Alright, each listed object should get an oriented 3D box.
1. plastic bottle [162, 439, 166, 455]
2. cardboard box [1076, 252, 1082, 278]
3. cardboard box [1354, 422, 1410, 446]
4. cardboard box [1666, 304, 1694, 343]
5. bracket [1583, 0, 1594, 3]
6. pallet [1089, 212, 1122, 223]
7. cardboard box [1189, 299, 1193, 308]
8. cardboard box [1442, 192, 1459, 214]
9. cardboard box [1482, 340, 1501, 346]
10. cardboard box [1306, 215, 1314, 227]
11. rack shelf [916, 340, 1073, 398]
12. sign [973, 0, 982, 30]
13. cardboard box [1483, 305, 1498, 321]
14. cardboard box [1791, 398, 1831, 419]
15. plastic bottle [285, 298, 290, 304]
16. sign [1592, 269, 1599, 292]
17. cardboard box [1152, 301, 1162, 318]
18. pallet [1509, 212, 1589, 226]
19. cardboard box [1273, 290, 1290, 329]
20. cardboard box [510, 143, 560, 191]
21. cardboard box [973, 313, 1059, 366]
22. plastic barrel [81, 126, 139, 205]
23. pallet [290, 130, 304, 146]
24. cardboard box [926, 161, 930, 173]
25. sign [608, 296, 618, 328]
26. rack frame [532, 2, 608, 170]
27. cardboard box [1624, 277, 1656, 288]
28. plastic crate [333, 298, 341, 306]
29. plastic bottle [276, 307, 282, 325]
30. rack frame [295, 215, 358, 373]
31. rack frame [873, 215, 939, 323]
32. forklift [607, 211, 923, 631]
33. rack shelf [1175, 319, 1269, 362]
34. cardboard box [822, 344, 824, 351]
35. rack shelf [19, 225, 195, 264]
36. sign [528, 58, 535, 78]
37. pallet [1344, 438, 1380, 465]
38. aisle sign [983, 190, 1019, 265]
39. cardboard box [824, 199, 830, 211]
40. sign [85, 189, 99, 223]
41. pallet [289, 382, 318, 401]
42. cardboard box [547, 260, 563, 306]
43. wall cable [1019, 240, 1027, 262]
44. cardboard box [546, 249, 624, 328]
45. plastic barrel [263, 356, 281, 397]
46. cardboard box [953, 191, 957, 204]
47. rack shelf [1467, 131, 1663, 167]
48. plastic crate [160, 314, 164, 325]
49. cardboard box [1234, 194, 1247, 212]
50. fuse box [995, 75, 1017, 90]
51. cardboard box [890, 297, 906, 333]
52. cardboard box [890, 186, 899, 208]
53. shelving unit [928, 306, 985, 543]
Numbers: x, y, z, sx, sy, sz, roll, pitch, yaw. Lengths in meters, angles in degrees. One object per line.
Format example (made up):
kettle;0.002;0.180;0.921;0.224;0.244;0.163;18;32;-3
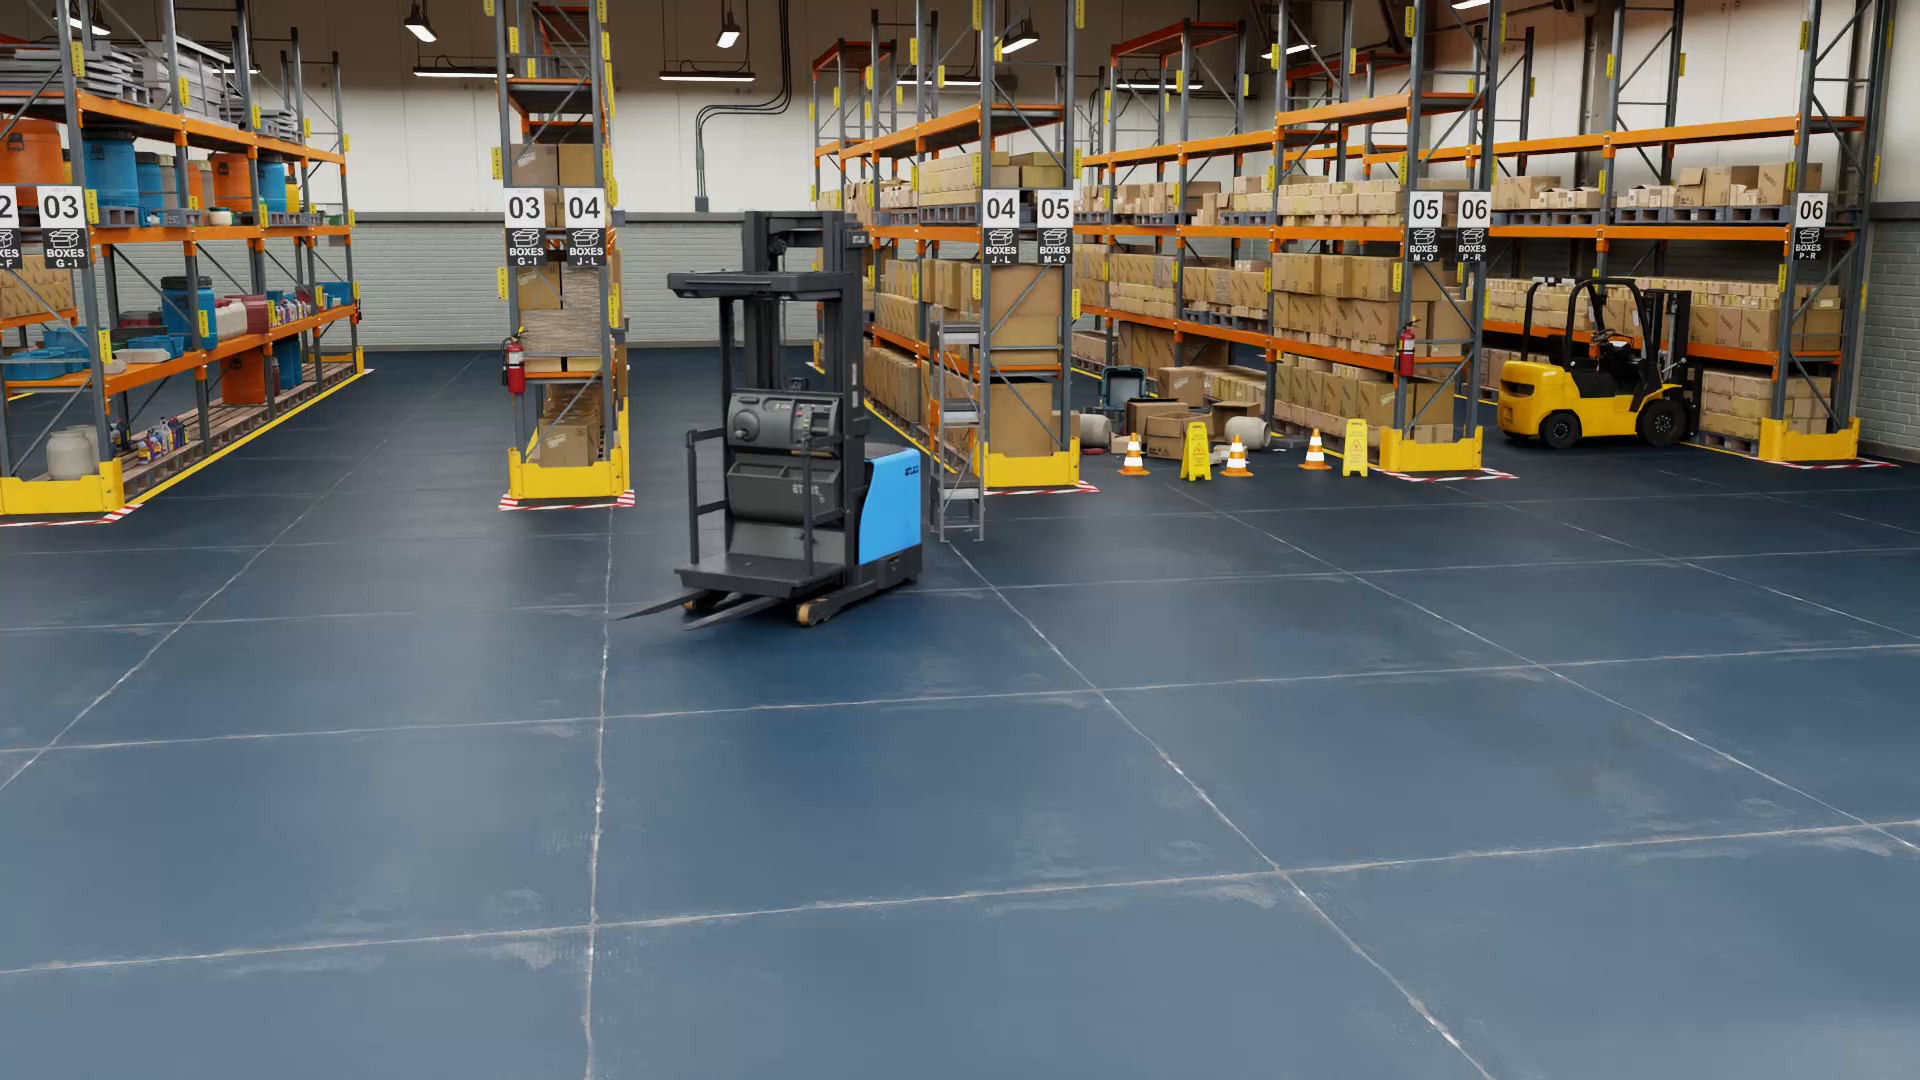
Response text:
plastic bottle;-9.214;-1.083;19.172;0.097;0.201;0.097;0;11;0
cardboard box;2.573;-5.397;32.590;0.500;0.500;0.500;-2;11;-11
cardboard box;5.132;-1.300;20.233;0.500;0.250;0.500;-2;11;-11
cardboard box;9.772;-2.893;22.109;0.500;0.500;0.500;-2;11;-11
bracket;9.740;-8.370;25.476;0.235;0.232;0.430;-2;11;-11
pallet;3.075;-6.082;31.346;1.003;0.211;1.213;-2;11;-11
cardboard box;3.882;-3.785;26.609;0.380;0.149;0.250;-3;11;-14
cardboard box;5.721;-3.949;19.505;0.500;0.250;0.500;-2;11;-12
cardboard box;9.074;-3.354;28.621;0.380;0.149;0.250;-2;11;-8
cardboard box;4.762;-4.180;21.785;0.380;0.149;0.250;-2;11;-9
rack shelf;0.333;-2.116;20.216;1.077;0.370;4.000;-2;11;-11
sign;0.187;-5.530;17.475;0.100;0.325;0.005;-2;11;-11
cardboard box;8.809;-3.693;26.979;0.500;0.250;0.500;-2;11;-12
cardboard box;10.538;-1.677;20.880;0.500;0.250;0.500;-2;11;-10
plastic bottle;-10.997;-3.775;27.142;0.144;0.351;0.185;-2;11;-11
sign;9.117;-3.724;23.857;0.100;0.325;0.005;-2;11;-11
cardboard box;3.534;-3.871;27.914;0.500;0.250;0.500;-2;11;-10
pallet;9.310;-5.004;25.948;1.003;0.211;1.213;-2;11;-8
cardboard box;4.592;-3.139;22.604;0.500;0.500;0.500;-2;11;-11
cardboard box;-4.713;-4.130;18.452;0.500;0.500;0.500;-2;11;-11
cardboard box;0.605;-2.243;18.556;0.875;0.550;0.550;-2;11;-11
plastic barrel;-9.711;-4.234;18.933;0.600;0.901;0.708;-2;11;-11
pallet;-11.164;-6.469;26.690;1.003;0.211;1.213;-2;11;-11
cardboard box;-0.219;-4.661;20.790;0.380;0.149;0.250;-2;11;-12
sign;-3.631;-2.386;17.394;0.100;0.325;0.005;-2;11;-11
rack frame;-5.719;-6.355;24.519;1.000;3.000;0.127;-2;11;-11
cardboard box;9.576;-3.617;23.377;0.380;0.149;0.250;-2;11;-10
plastic crate;-11.797;-4.452;31.110;0.396;0.136;0.243;-2;11;-11
plastic bottle;-10.520;-3.448;25.632;0.097;0.271;0.097;0;11;0
rack frame;-12.133;-4.695;31.842;1.000;3.000;0.127;-2;11;-11
rack frame;-0.834;-3.570;25.930;1.000;3.000;0.127;-2;11;-11
forklift;-1.408;-0.914;12.158;1.130;2.935;3.031;5;12;26
rack shelf;4.391;-3.048;25.113;1.077;0.370;4.000;-2;11;-11
cardboard box;-2.542;-3.831;33.010;0.380;0.149;0.250;-2;11;-11
rack shelf;-9.411;-3.248;18.138;1.077;0.370;4.000;-2;11;-11
sign;-6.263;-6.871;24.307;0.100;0.325;0.005;-2;11;-11
pallet;5.419;-1.096;20.388;1.003;0.211;1.213;-2;11;-11
aisle sign;0.441;-3.356;17.852;0.394;0.787;0.004;-2;11;-11
cardboard box;-2.271;-6.311;31.374;0.500;0.250;0.500;-3;11;-13
sign;-8.481;-3.258;16.244;0.100;0.325;0.005;-2;11;-11
pallet;-11.246;-2.449;27.497;1.003;0.211;1.213;-2;11;-11
cardboard box;-4.615;-2.811;18.204;0.500;0.500;0.500;-2;11;-11
wall cable;1.326;-6.783;40.013;0.585;1.953;0.123;-2;11;-11
cardboard box;-4.958;-3.326;21.922;1.000;1.000;1.000;-2;11;-11
plastic barrel;-10.909;-2.546;25.876;0.600;0.588;0.708;-2;11;-11
cardboard box;0.127;-3.944;19.152;0.380;0.149;0.250;-2;11;-12
rack shelf;9.259;-5.980;25.542;1.077;0.370;4.000;-2;11;-11
plastic crate;-10.319;-2.677;21.284;0.392;0.384;0.575;-2;11;-11
cardboard box;4.332;-4.929;24.328;0.500;0.250;0.500;-2;11;-10
fuse box;1.083;-10.774;39.177;0.513;0.334;0.176;-2;11;-11
cardboard box;-0.718;-3.250;23.980;0.500;0.500;0.500;-2;11;-12
cardboard box;-0.712;-4.928;23.892;0.500;0.311;0.500;-2;11;-12
shelving unit;-0.032;-1.062;15.160;0.431;2.100;0.503;-2;11;-11
